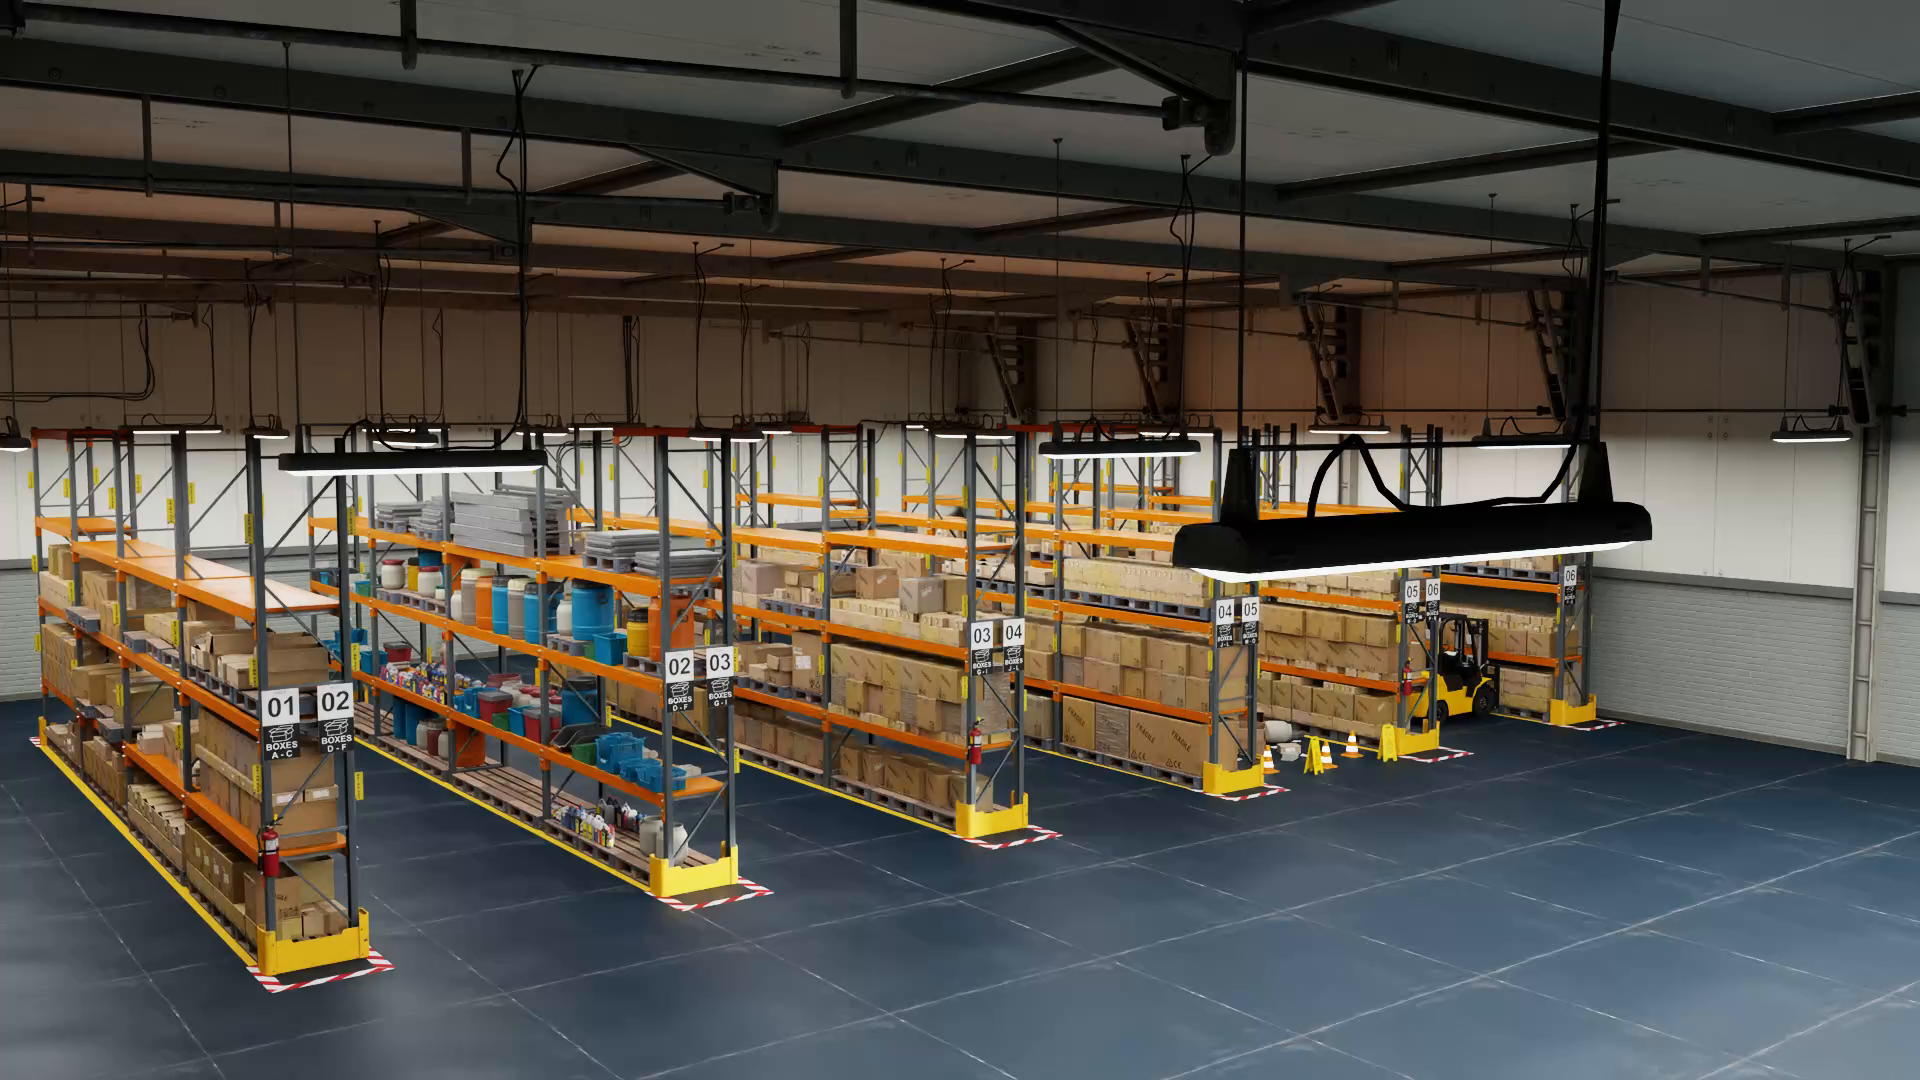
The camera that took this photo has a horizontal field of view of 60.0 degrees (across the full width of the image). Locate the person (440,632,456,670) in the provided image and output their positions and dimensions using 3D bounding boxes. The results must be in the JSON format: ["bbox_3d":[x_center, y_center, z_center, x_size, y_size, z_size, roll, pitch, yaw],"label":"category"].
[{"bbox_3d":[-10.636,2.744,34.602,0.938,1.764,0.645,0,5,-6],"label":"person"}]
